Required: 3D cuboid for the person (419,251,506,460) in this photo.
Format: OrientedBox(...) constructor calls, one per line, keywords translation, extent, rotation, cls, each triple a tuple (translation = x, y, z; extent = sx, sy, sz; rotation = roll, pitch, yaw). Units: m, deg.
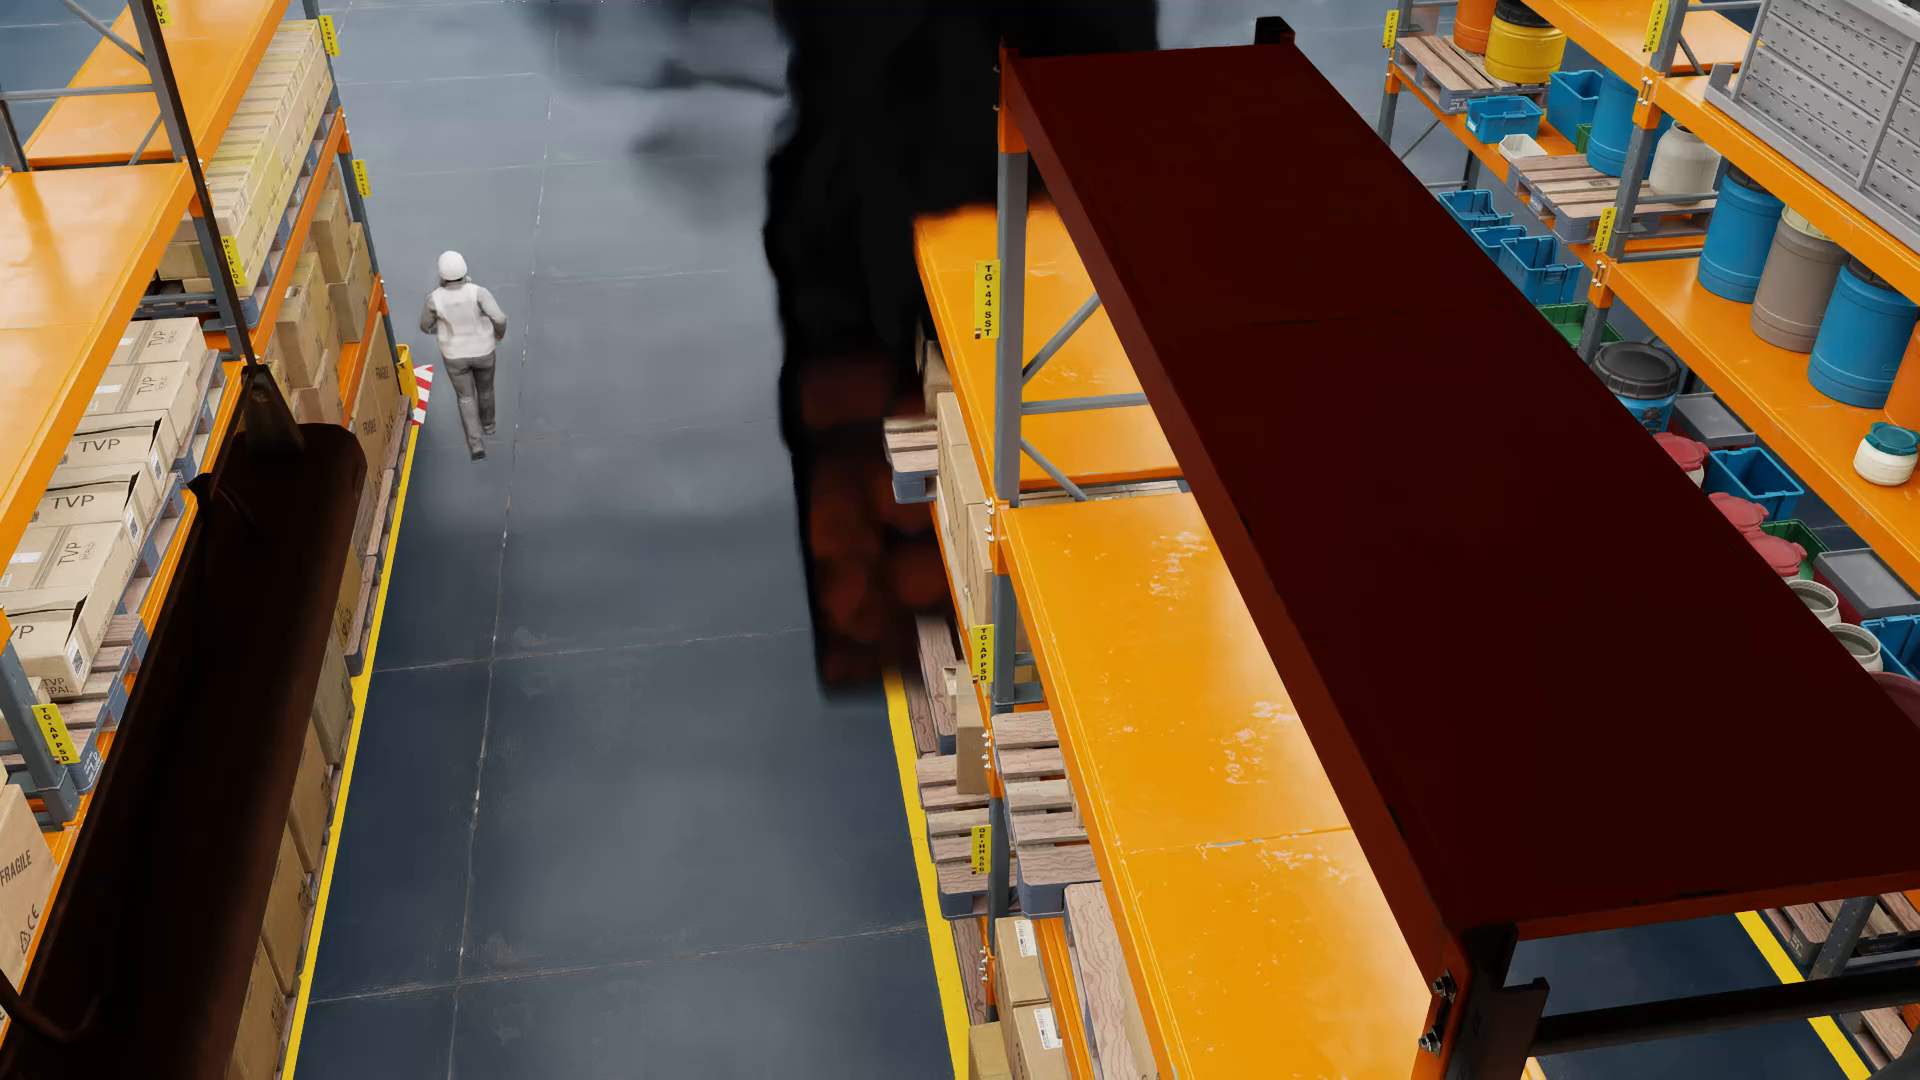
OrientedBox(translation=(-4.003, -1.525, 13.567), extent=(0.678, 1.815, 0.787), rotation=(-10, 37, -13), cls="person")
